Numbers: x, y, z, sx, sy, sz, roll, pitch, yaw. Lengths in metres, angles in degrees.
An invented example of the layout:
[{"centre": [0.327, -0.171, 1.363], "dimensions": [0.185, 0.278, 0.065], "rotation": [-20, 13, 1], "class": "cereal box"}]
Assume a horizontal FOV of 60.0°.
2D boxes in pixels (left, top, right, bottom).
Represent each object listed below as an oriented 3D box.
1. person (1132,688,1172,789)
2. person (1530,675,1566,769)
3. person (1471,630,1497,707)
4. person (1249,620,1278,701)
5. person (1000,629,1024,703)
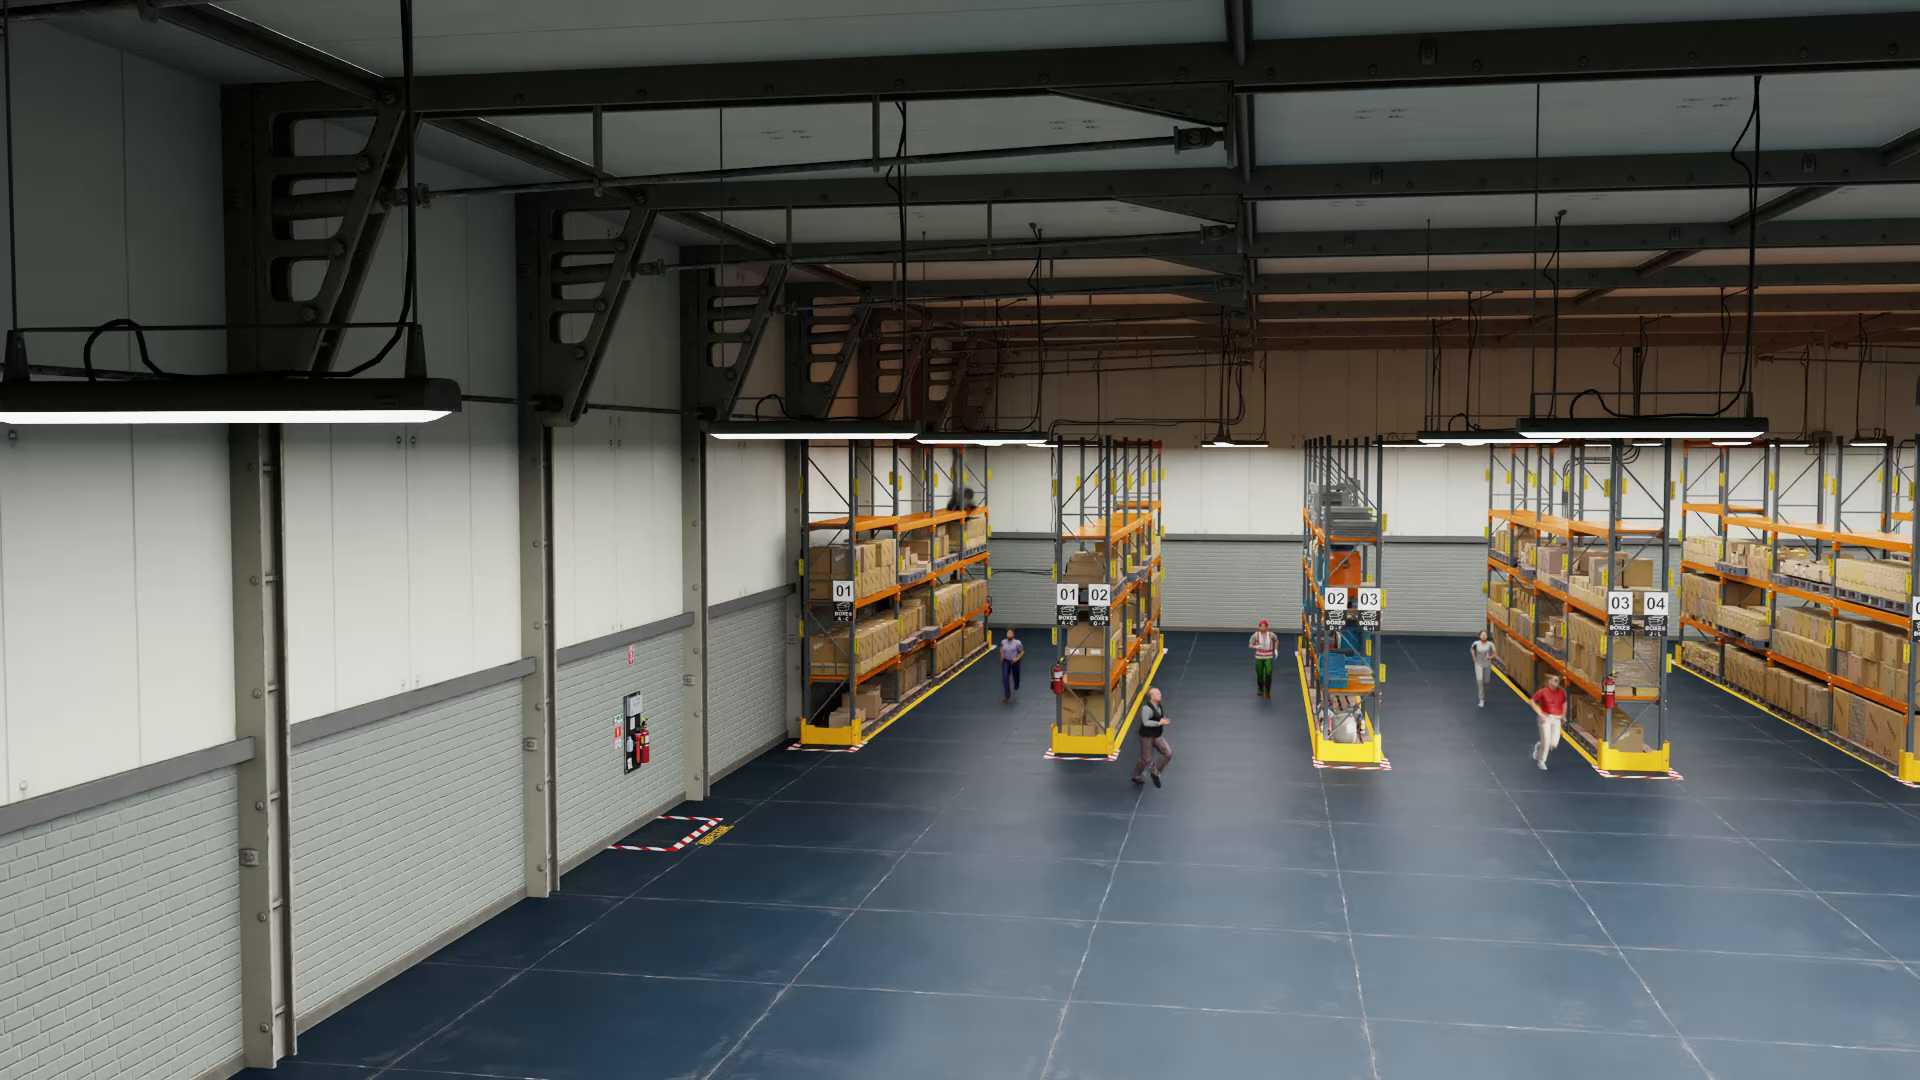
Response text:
[{"centre": [3.241, 3.343, 28.090], "dimensions": [0.807, 1.711, 0.682], "rotation": [3, 4, 40], "class": "person"}, {"centre": [10.667, 3.273, 30.117], "dimensions": [0.740, 1.676, 0.581], "rotation": [-1, 3, -12], "class": "person"}, {"centre": [11.820, 2.865, 37.512], "dimensions": [0.534, 1.685, 1.108], "rotation": [1, 3, 9], "class": "person"}, {"centre": [6.977, 2.762, 38.243], "dimensions": [0.664, 1.852, 0.775], "rotation": [1, 3, 10], "class": "person"}, {"centre": [1.185, 2.878, 38.197], "dimensions": [0.581, 1.636, 1.038], "rotation": [0, 3, 7], "class": "person"}]
